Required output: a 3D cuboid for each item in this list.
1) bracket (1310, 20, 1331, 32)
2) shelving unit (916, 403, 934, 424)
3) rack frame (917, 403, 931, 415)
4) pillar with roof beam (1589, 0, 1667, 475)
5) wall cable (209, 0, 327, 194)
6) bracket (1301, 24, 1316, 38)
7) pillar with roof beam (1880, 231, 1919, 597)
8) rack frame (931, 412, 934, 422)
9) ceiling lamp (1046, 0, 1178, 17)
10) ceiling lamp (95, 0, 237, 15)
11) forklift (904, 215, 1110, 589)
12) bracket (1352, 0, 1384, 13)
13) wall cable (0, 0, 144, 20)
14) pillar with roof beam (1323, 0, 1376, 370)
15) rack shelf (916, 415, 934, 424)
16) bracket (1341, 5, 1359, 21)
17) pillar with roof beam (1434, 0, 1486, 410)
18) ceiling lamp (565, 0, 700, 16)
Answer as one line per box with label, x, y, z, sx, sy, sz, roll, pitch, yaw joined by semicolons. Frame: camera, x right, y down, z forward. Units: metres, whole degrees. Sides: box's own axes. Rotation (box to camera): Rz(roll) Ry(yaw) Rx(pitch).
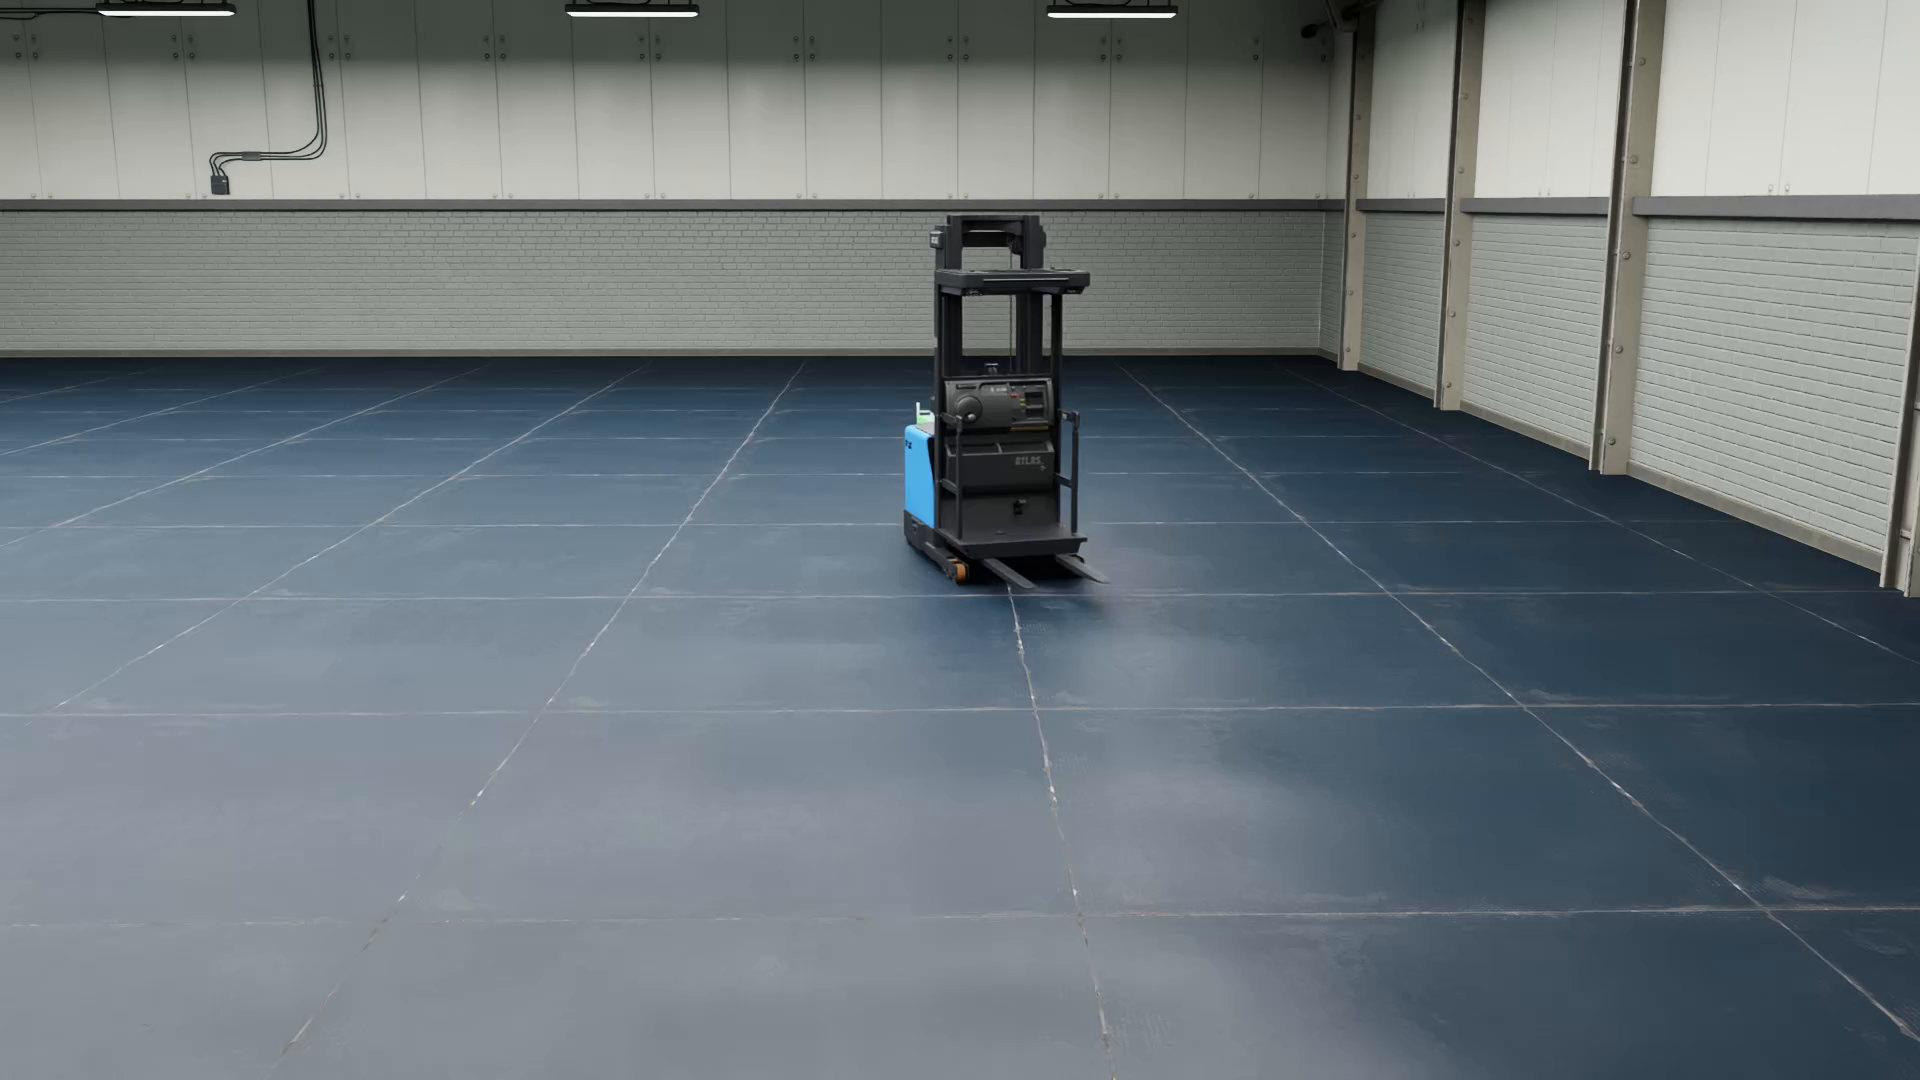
bracket;6.808;-9.779;31.765;0.076;0.066;3.189;0;11;-1
shelving unit;-0.217;-0.655;15.459;0.258;1.200;0.503;-3;12;-16
rack frame;-0.286;-0.701;15.689;0.240;1.200;0.015;-3;12;-16
pillar with roof beam;3.152;-5.177;18.135;9.100;9.000;0.400;0;11;-1
wall cable;-13.532;-9.744;32.094;2.305;6.003;0.169;0;11;-1
bracket;6.796;-9.896;32.343;0.235;0.232;0.430;0;11;-1
pillar with roof beam;3.276;-3.984;12.256;9.100;9.000;0.400;0;11;-1
rack frame;-0.149;-0.608;15.230;0.240;1.200;0.015;-3;12;-16
ceiling lamp;2.329;-9.652;25.513;2.000;3.185;0.800;0;11;-1
ceiling lamp;-12.068;-9.593;25.221;2.000;3.185;0.800;0;11;-1
forklift;0.392;-1.170;13.644;1.130;2.935;3.031;-3;12;-16
bracket;6.915;-8.748;26.684;0.076;0.066;4.783;0;11;-1
wall cable;-17.225;-11.248;31.727;3.097;2.526;0.112;0;11;-1
pillar with roof beam;2.904;-7.562;29.893;9.100;9.000;0.548;0;11;-1
rack shelf;-0.217;-1.062;15.376;0.258;0.148;0.480;-3;12;-16
bracket;6.862;-9.260;29.208;0.235;0.232;0.430;0;11;-1
pillar with roof beam;3.028;-6.370;24.014;9.100;9.000;0.400;0;11;-1
ceiling lamp;-5.010;-9.622;25.364;2.000;3.185;0.800;0;11;-1
